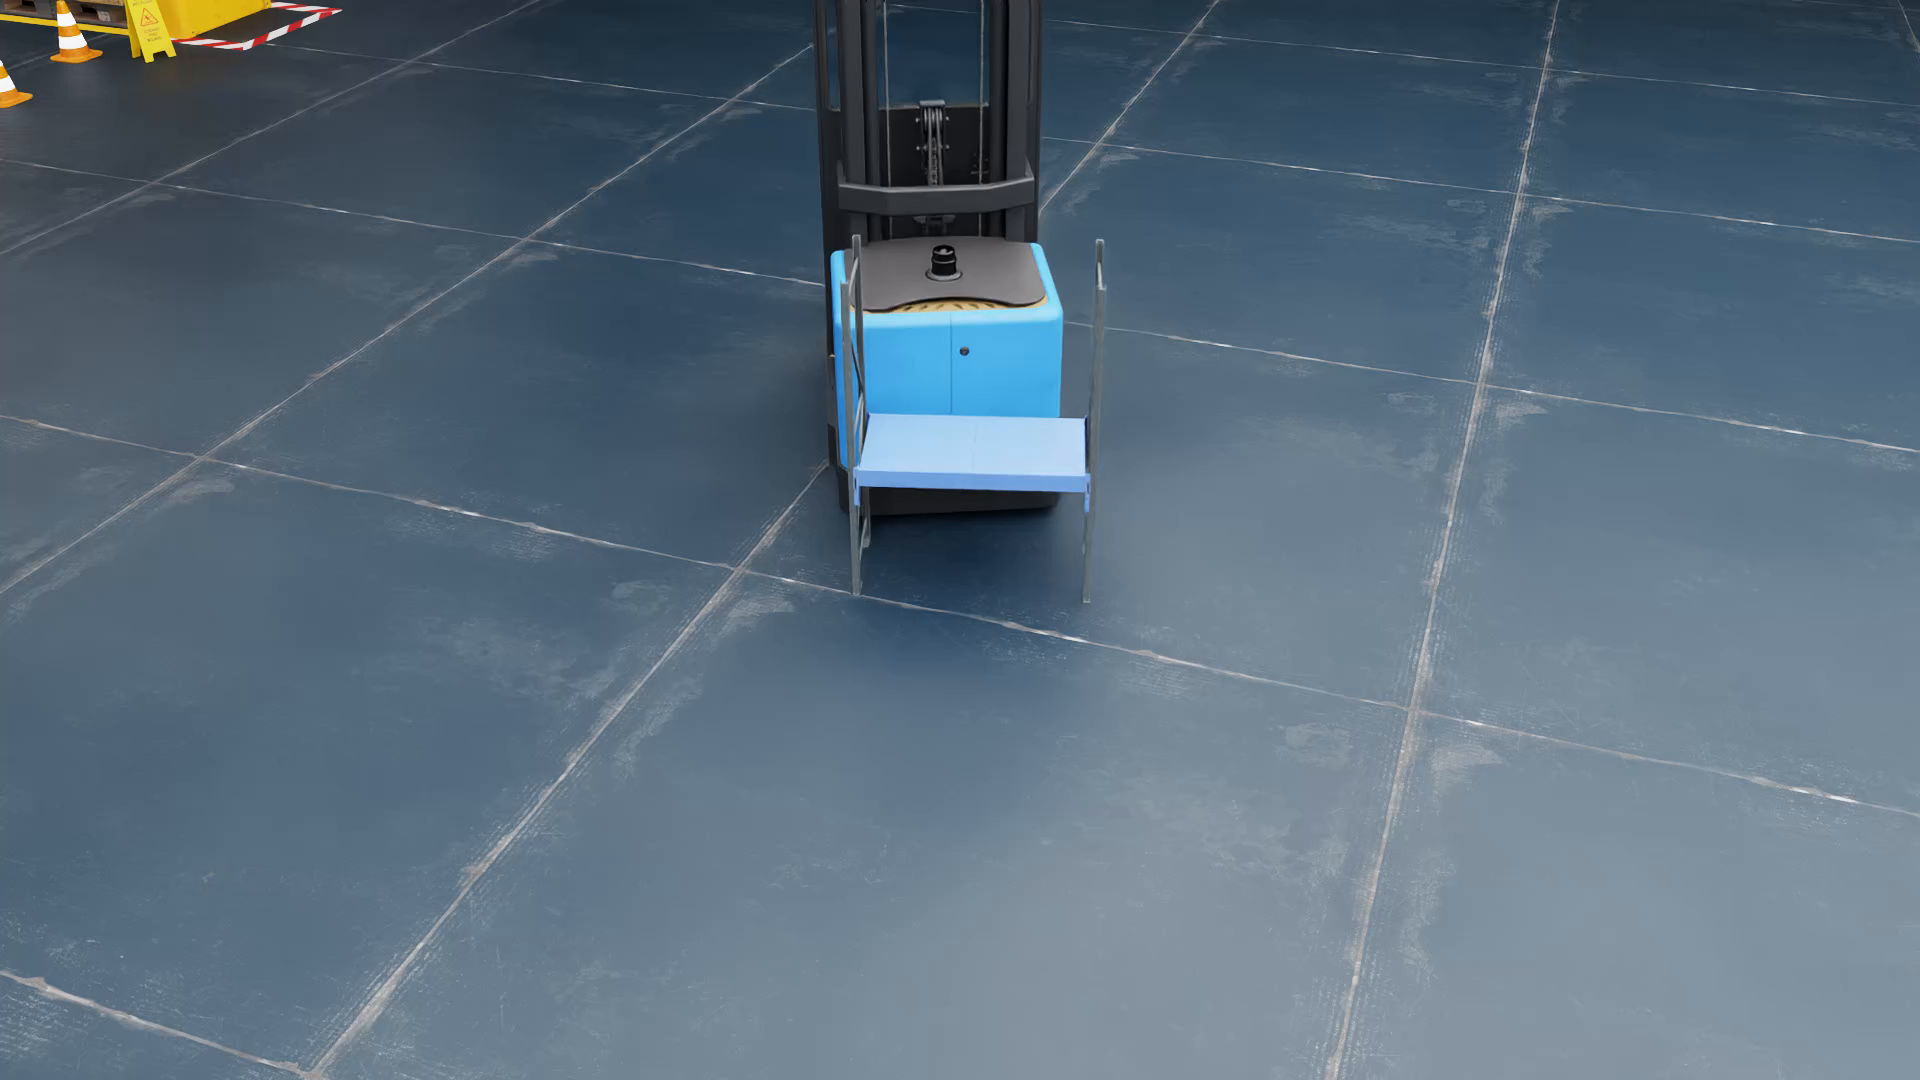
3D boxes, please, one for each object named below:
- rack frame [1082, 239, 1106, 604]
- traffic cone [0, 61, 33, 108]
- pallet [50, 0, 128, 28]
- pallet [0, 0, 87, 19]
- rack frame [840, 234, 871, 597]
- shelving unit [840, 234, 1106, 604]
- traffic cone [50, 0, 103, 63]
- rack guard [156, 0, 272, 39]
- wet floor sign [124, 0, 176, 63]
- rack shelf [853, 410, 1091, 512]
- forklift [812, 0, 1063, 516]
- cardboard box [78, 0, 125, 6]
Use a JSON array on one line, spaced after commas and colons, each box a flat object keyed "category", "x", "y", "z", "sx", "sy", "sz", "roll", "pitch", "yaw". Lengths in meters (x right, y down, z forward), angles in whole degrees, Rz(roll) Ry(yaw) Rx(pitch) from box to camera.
[{"category": "rack frame", "x": 0.570, "y": -0.486, "z": 7.119, "sx": 0.032, "sy": 1.500, "sz": 0.500, "roll": 2, "pitch": 33, "yaw": 3}, {"category": "traffic cone", "x": -7.541, "y": -3.664, "z": 12.998, "sx": 0.334, "sy": 0.463, "sz": 0.336, "roll": 11, "pitch": 34, "yaw": 16}, {"category": "pallet", "x": -7.471, "y": -4.948, "z": 15.218, "sx": 1.213, "sy": 0.211, "sz": 1.003, "roll": 11, "pitch": 34, "yaw": 16}, {"category": "pallet", "x": -8.615, "y": -5.172, "z": 15.565, "sx": 1.213, "sy": 0.211, "sz": 1.003, "roll": 11, "pitch": 34, "yaw": 16}, {"category": "rack frame", "x": -0.446, "y": -0.515, "z": 7.165, "sx": 0.032, "sy": 1.500, "sz": 0.500, "roll": 2, "pitch": 33, "yaw": 3}, {"category": "shelving unit", "x": 0.062, "y": -0.500, "z": 7.142, "sx": 1.048, "sy": 1.500, "sz": 0.538, "roll": 2, "pitch": 33, "yaw": 3}, {"category": "traffic cone", "x": -7.486, "y": -4.293, "z": 13.972, "sx": 0.334, "sy": 0.463, "sz": 0.336, "roll": 11, "pitch": 34, "yaw": 16}, {"category": "rack guard", "x": -6.718, "y": -4.902, "z": 14.882, "sx": 0.348, "sy": 0.500, "sz": 1.175, "roll": 11, "pitch": 34, "yaw": 16}, {"category": "wet floor sign", "x": -6.828, "y": -4.368, "z": 13.921, "sx": 0.232, "sy": 0.644, "sz": 0.267, "roll": 24, "pitch": 40, "yaw": 32}, {"category": "rack shelf", "x": 0.062, "y": -0.349, "z": 7.240, "sx": 1.000, "sy": 0.185, "sz": 0.538, "roll": 2, "pitch": 33, "yaw": 3}, {"category": "forklift", "x": -0.174, "y": -2.120, "z": 8.331, "sx": 1.130, "sy": 2.935, "sz": 3.031, "roll": -3, "pitch": 33, "yaw": -4}, {"category": "cardboard box", "x": -7.521, "y": -4.975, "z": 14.837, "sx": 0.500, "sy": 0.250, "sz": 0.500, "roll": 11, "pitch": 34, "yaw": 16}]
